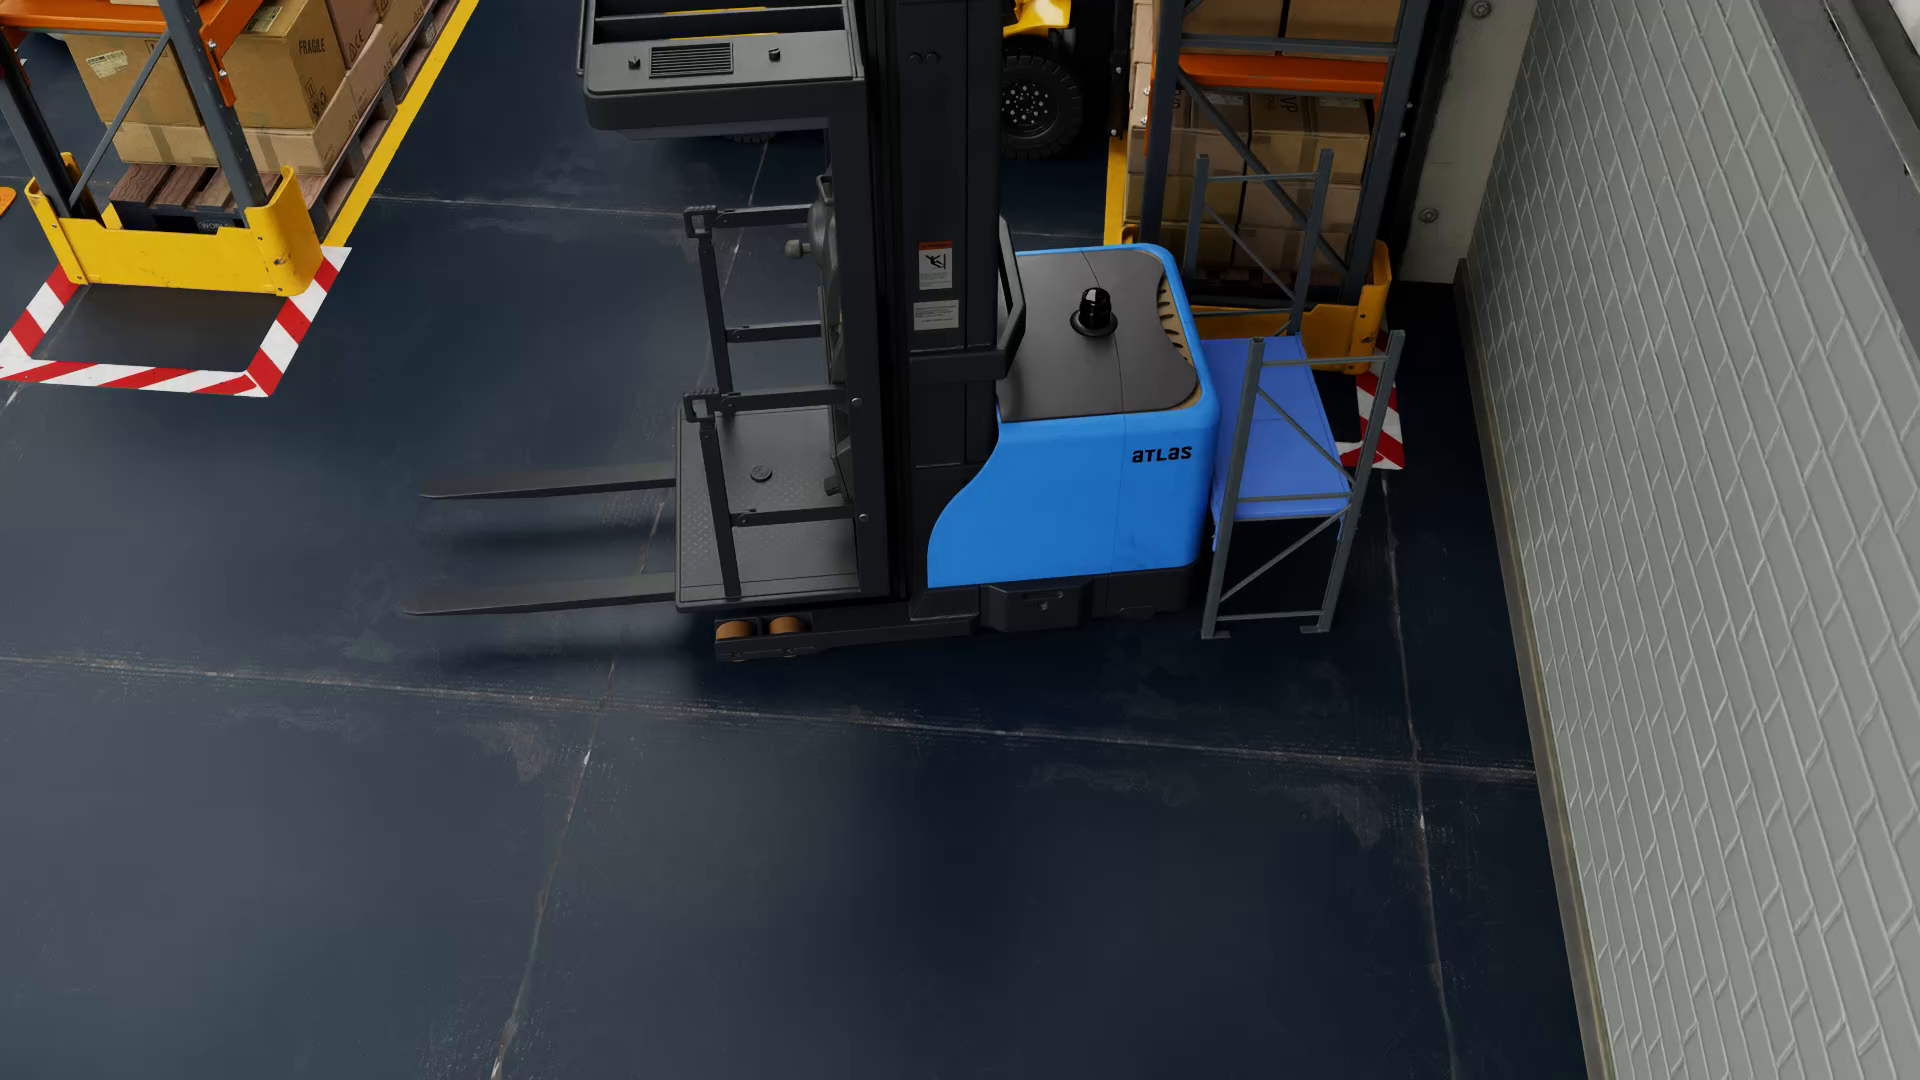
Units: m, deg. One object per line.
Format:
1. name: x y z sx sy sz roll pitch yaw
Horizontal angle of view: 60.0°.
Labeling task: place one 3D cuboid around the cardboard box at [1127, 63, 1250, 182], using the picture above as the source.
1. cardboard box: 1.009 -1.844 7.331 0.500 0.250 0.500 5 48 5

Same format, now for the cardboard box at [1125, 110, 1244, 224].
1. cardboard box: 1.011 -1.694 7.533 0.500 0.250 0.500 3 48 3

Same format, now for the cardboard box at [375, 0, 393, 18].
1. cardboard box: -3.218 -3.075 8.626 0.500 0.500 0.500 5 48 4

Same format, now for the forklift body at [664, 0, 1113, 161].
1. forklift body: -0.366 -3.163 8.211 2.313 2.155 1.214 4 48 4

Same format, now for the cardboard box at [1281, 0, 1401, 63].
1. cardboard box: 1.600 -2.312 6.790 0.500 0.500 0.500 5 48 5

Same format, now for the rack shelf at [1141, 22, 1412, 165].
1. rack shelf: 1.460 -3.160 8.121 1.077 0.370 4.000 4 48 4

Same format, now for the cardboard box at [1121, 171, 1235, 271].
1. cardboard box: 1.006 -1.513 7.706 0.500 0.250 0.500 4 48 4

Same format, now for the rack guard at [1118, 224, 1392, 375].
1. rack guard: 1.276 -1.072 7.417 1.175 0.500 0.348 4 48 4

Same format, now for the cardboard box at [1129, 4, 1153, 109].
1. cardboard box: 1.050 -2.219 7.674 0.500 0.250 0.500 5 48 4

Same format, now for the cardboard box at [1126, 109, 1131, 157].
1. cardboard box: 1.061 -1.878 8.040 0.500 0.250 0.500 4 48 4

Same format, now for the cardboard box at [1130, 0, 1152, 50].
1. cardboard box: 1.086 -2.591 8.014 0.500 0.250 0.500 4 48 4

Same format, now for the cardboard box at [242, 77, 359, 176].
1. cardboard box: -3.316 -2.052 8.199 0.500 0.250 0.500 4 48 3

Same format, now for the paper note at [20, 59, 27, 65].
1. paper note: -5.183 -2.617 9.163 0.032 0.001 0.123 4 48 4

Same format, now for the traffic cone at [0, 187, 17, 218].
1. traffic cone: -4.911 -1.811 8.118 0.336 0.463 0.334 4 48 4

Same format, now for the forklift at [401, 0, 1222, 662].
1. forklift: -0.626 -0.938 5.648 3.031 2.935 1.130 -5 48 -4

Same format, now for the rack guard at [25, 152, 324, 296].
1. rack guard: -3.658 -1.476 7.787 1.175 0.500 0.348 4 48 4

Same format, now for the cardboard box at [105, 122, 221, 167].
1. cardboard box: -3.857 -2.108 8.250 0.500 0.250 0.500 4 48 3

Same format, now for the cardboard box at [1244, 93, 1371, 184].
1. cardboard box: 1.510 -1.825 7.313 0.500 0.250 0.500 3 48 3

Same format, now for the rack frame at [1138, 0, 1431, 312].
1. rack frame: 1.278 -1.933 6.511 1.000 3.000 0.127 4 48 4

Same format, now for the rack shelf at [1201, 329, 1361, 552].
1. rack shelf: 1.145 -0.400 6.369 0.538 0.185 1.000 -3 48 -3

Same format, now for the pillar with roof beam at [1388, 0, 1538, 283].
1. pillar with roof beam: -2.048 -4.698 4.975 9.100 9.000 0.400 4 48 4

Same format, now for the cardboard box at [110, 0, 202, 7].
1. cardboard box: -3.428 -2.415 7.122 0.380 0.149 0.250 4 48 4

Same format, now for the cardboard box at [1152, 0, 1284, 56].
1. cardboard box: 1.061 -2.346 6.821 0.500 0.500 0.500 3 48 3

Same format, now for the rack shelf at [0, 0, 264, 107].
1. rack shelf: -3.483 -3.491 8.424 1.077 0.370 4.000 4 48 4

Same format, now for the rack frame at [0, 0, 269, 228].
1. rack frame: -3.665 -2.264 6.814 1.000 3.000 0.127 4 48 4

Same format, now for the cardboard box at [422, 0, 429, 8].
1. cardboard box: -3.177 -3.199 9.248 0.500 0.250 0.500 5 48 4

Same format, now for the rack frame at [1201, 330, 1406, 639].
1. rack frame: 1.183 -0.147 5.894 0.500 1.500 0.032 -3 48 -3

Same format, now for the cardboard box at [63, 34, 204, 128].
1. cardboard box: -3.852 -2.337 7.951 0.500 0.500 0.500 4 48 4

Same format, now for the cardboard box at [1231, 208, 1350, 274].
1. cardboard box: 1.518 -1.495 7.689 0.500 0.250 0.500 4 48 4

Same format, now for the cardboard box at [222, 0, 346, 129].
1. cardboard box: -3.315 -2.323 7.938 0.500 0.500 0.500 2 48 2

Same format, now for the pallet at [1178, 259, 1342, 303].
1. pallet: 1.306 -1.557 8.057 1.003 0.211 1.213 4 48 4

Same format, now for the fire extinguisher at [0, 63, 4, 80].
1. fire extinguisher: -4.135 -2.185 6.794 0.296 0.674 0.183 4 48 4

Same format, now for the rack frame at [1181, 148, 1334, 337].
1. rack frame: 1.107 -0.895 6.578 0.500 1.500 0.032 -3 48 -3

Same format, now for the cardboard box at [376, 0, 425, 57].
1. cardboard box: -3.225 -2.828 8.909 0.500 0.250 0.500 7 48 6

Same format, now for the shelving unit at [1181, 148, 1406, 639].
1. shelving unit: 1.145 -0.521 6.236 0.538 1.500 1.048 -3 48 -3

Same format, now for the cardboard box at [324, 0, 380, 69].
1. cardboard box: -3.272 -2.707 8.290 0.500 0.500 0.500 2 48 2

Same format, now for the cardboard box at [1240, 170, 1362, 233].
1. cardboard box: 1.528 -1.647 7.490 0.500 0.250 0.500 5 48 4

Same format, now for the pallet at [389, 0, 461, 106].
1. pallet: -3.435 -2.868 9.256 1.003 0.211 1.213 4 48 4

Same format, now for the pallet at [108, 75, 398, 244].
1. pallet: -3.549 -1.973 8.438 1.003 0.211 1.213 4 48 4

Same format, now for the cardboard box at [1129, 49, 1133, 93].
1. cardboard box: 1.094 -2.443 8.217 0.500 0.250 0.500 3 48 3

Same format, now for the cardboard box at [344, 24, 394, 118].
1. cardboard box: -3.262 -2.427 8.541 0.500 0.250 0.500 5 48 5

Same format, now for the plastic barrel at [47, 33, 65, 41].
1. plastic barrel: -4.985 -3.014 9.246 0.421 0.421 0.512 -36 57 -28

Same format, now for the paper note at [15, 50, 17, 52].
1. paper note: -5.335 -2.701 9.233 0.148 0.019 0.142 19 50 17
